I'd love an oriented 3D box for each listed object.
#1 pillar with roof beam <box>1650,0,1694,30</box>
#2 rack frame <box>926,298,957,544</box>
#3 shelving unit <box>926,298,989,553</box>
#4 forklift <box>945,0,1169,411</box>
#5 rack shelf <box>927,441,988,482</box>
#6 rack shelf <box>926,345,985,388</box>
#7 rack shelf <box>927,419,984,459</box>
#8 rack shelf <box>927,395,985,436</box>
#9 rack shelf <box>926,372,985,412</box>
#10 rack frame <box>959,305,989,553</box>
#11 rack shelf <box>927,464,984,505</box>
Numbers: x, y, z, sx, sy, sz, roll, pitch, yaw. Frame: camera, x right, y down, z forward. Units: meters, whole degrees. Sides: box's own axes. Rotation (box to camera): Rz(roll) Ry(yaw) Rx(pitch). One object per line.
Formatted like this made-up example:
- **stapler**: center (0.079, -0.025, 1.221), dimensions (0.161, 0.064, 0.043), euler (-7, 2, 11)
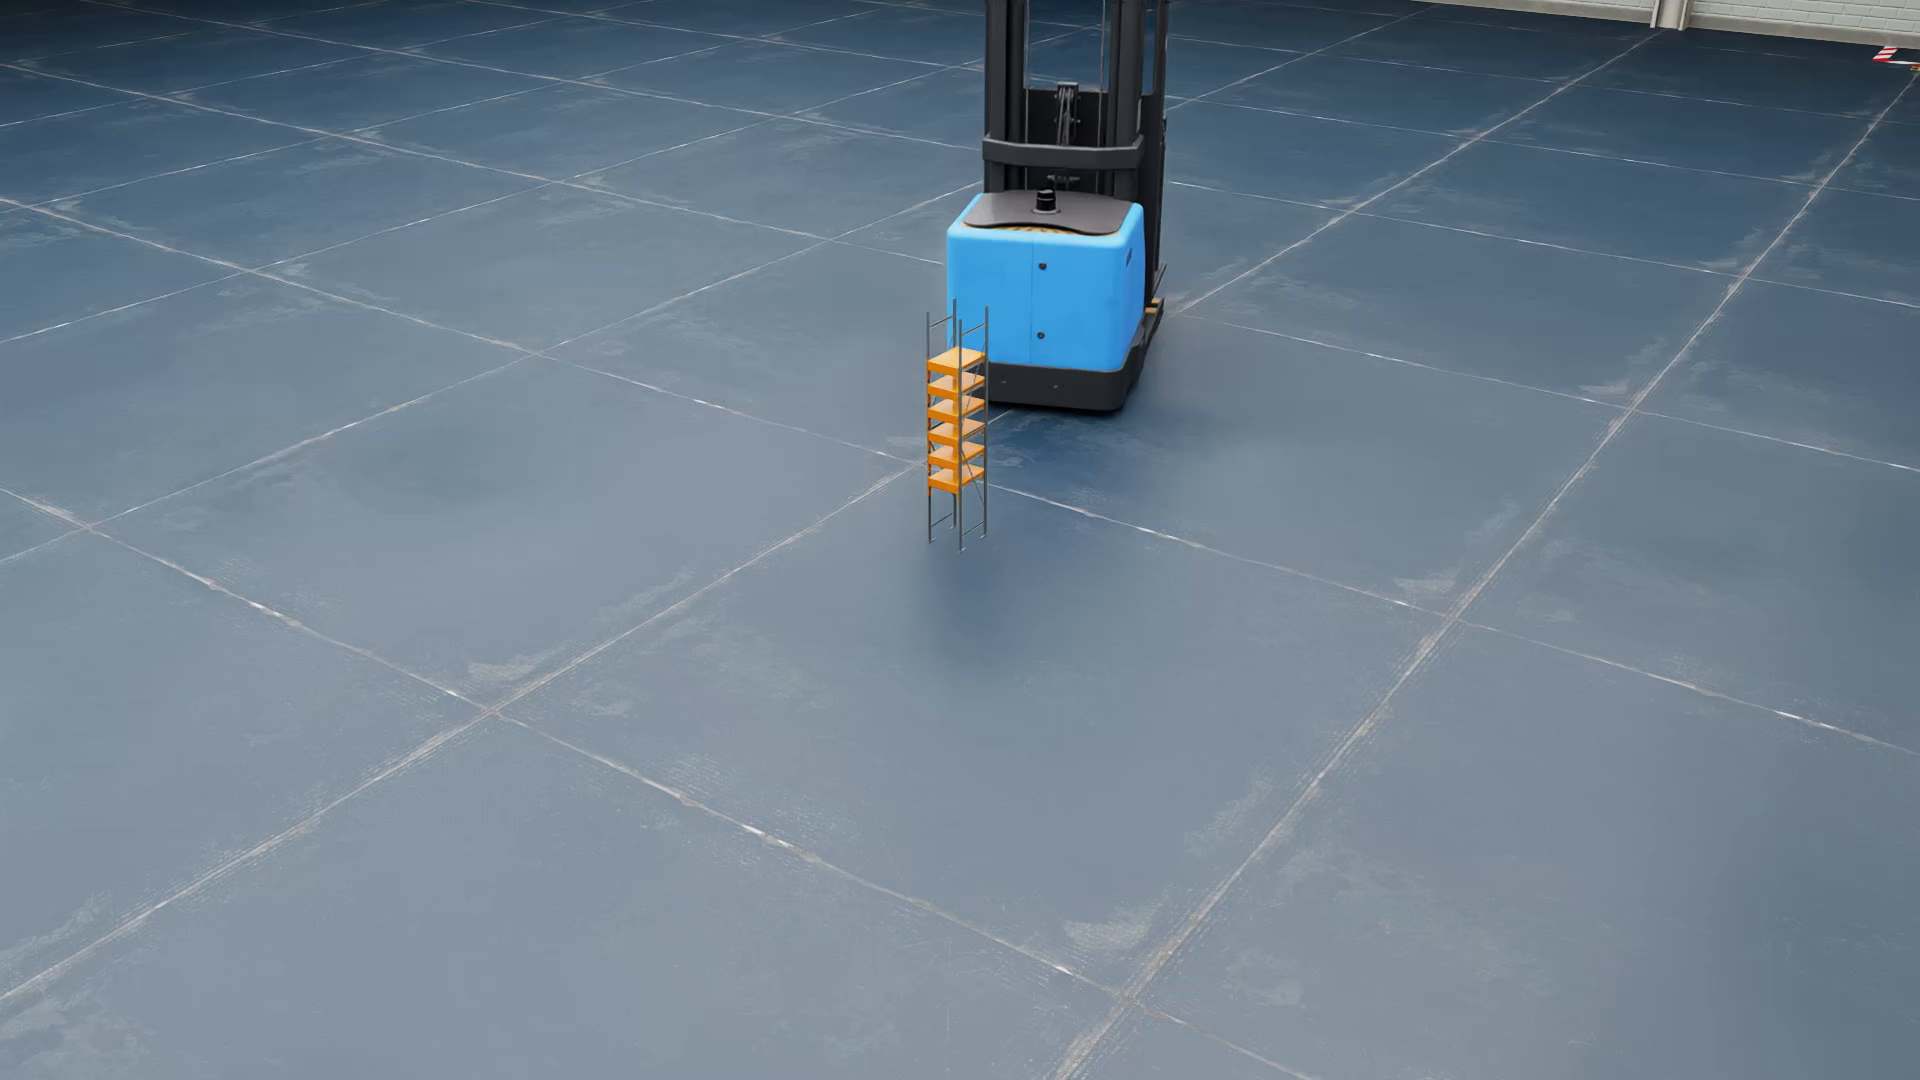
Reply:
- **pillar with roof beam**: center (6.499, -8.866, 15.749), dimensions (0.400, 9.000, 9.100), euler (17, 32, 30)
- **rack frame**: center (-0.087, -0.562, 8.031), dimensions (0.006, 1.200, 0.240), euler (17, 32, 30)
- **shelving unit**: center (-0.012, -0.538, 7.985), dimensions (0.189, 1.200, 0.258), euler (17, 32, 30)
- **forklift**: center (0.745, -2.697, 10.318), dimensions (1.130, 2.935, 3.031), euler (6, 28, 12)
- **rack shelf**: center (-0.012, -0.392, 8.060), dimensions (0.180, 0.103, 0.258), euler (17, 32, 30)
- **rack shelf**: center (-0.012, -0.820, 7.842), dimensions (0.180, 0.103, 0.258), euler (17, 32, 30)
- **rack shelf**: center (-0.012, -0.499, 8.005), dimensions (0.180, 0.103, 0.258), euler (17, 32, 30)
- **rack shelf**: center (-0.012, -0.606, 7.951), dimensions (0.180, 0.103, 0.258), euler (17, 32, 30)
- **rack shelf**: center (-0.012, -0.713, 7.896), dimensions (0.180, 0.103, 0.258), euler (17, 32, 30)
- **rack frame**: center (0.063, -0.515, 7.939), dimensions (0.006, 1.200, 0.240), euler (17, 32, 30)
- **rack shelf**: center (-0.012, -0.285, 8.114), dimensions (0.180, 0.103, 0.258), euler (17, 32, 30)
